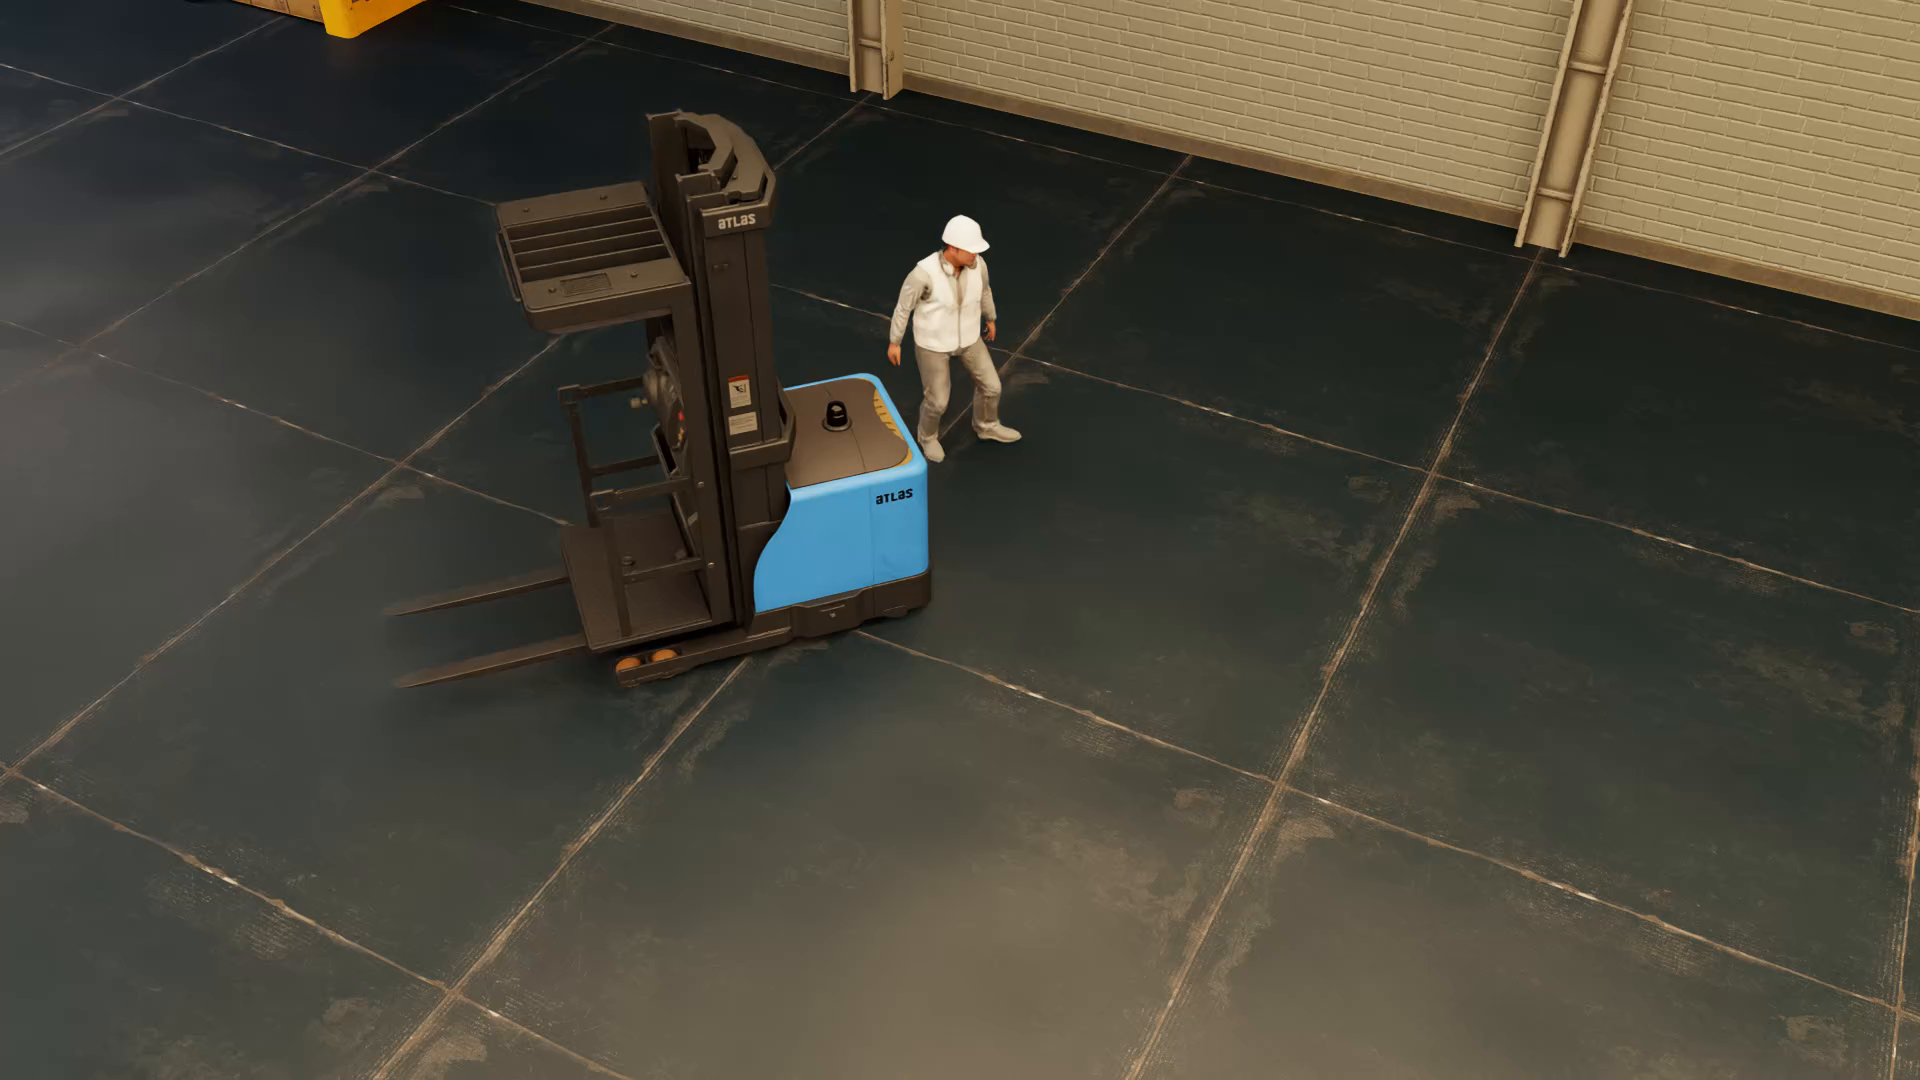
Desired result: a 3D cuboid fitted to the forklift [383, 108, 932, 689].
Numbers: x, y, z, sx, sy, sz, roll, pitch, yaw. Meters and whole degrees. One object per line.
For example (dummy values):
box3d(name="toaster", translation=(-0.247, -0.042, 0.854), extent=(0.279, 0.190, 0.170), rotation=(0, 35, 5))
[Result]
box3d(name="forklift", translation=(-1.739, -0.686, 8.801), extent=(3.031, 2.935, 1.130), rotation=(-13, 42, -15))

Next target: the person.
box3d(name="person", translation=(-0.027, -1.264, 10.425), extent=(0.853, 1.741, 0.459), rotation=(-19, 44, -22))
